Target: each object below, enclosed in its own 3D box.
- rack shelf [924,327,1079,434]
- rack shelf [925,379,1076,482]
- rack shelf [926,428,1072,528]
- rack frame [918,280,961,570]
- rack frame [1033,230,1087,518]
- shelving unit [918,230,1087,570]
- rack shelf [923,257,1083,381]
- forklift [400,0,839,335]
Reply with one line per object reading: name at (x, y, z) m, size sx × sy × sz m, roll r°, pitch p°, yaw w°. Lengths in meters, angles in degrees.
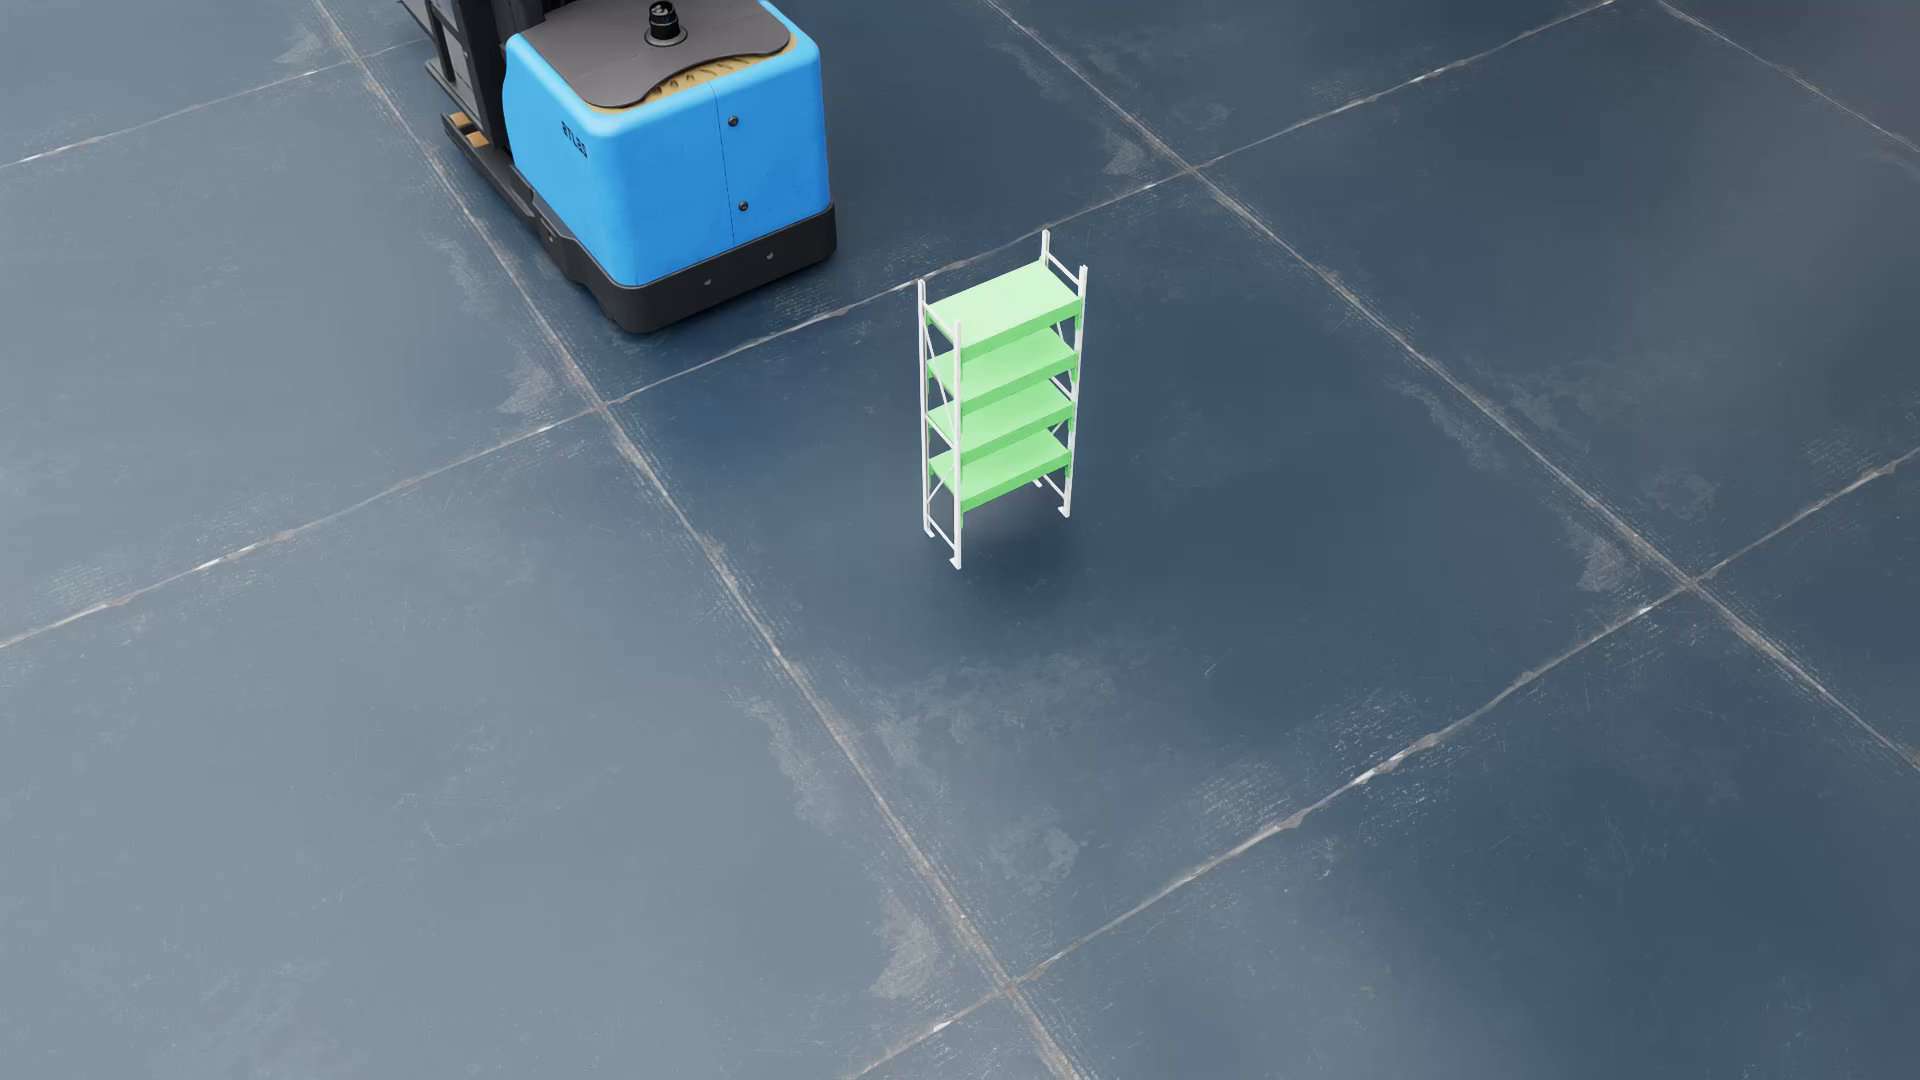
rack shelf at (0.140, -0.582, 5.729) m, size 0.480 × 0.148 × 0.258 m, roll -25°, pitch 53°, yaw -21°
rack shelf at (0.140, -0.422, 5.908) m, size 0.480 × 0.148 × 0.258 m, roll -25°, pitch 53°, yaw -21°
rack shelf at (0.140, -0.263, 6.088) m, size 0.480 × 0.148 × 0.258 m, roll -25°, pitch 53°, yaw -21°
rack frame at (-0.066, -0.368, 5.774) m, size 0.015 × 1.200 × 0.240 m, roll -25°, pitch 53°, yaw -21°
rack frame at (0.346, -0.562, 5.947) m, size 0.015 × 1.200 × 0.240 m, roll -25°, pitch 53°, yaw -21°
shelving unit at (0.140, -0.465, 5.861) m, size 0.503 × 1.200 × 0.258 m, roll -25°, pitch 53°, yaw -21°
rack shelf at (0.140, -0.742, 5.550) m, size 0.480 × 0.148 × 0.258 m, roll -25°, pitch 53°, yaw -21°
forklift at (-1.781, -2.897, 6.868) m, size 1.130 × 2.935 × 3.031 m, roll -27°, pitch 54°, yaw -22°
